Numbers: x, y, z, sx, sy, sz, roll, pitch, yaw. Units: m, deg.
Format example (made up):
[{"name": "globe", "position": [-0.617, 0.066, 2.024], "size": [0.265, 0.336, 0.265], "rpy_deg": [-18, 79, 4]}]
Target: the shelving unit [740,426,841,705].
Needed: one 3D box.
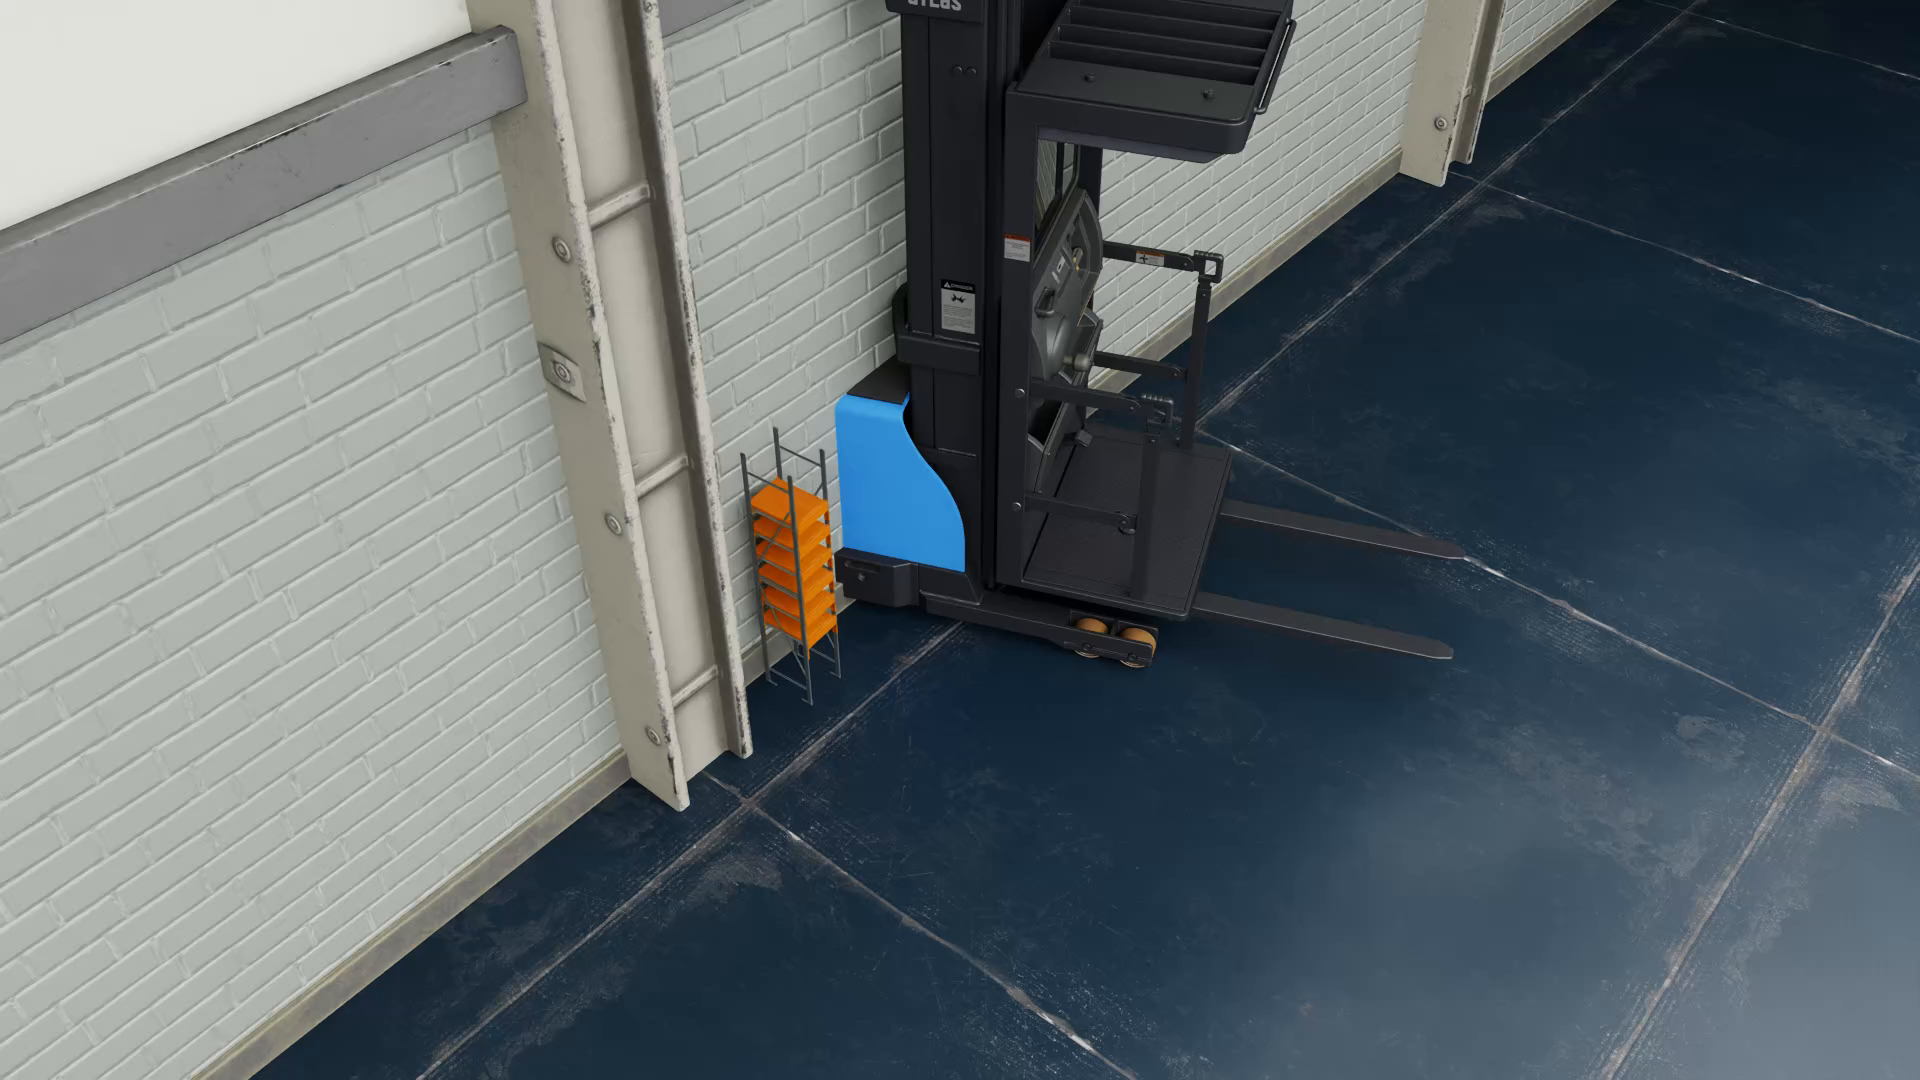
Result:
[{"name": "shelving unit", "position": [-0.641, 0.125, 6.403], "size": [0.258, 1.200, 0.189], "rpy_deg": [25, 48, 25]}]

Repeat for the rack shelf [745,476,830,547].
[{"name": "rack shelf", "position": [-0.641, -0.109, 6.191], "size": [0.258, 0.103, 0.180], "rpy_deg": [25, 48, 25]}]

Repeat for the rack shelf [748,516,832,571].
[{"name": "rack shelf", "position": [-0.641, -0.020, 6.272], "size": [0.258, 0.103, 0.180], "rpy_deg": [25, 48, 25]}]

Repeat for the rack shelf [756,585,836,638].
[{"name": "rack shelf", "position": [-0.641, 0.246, 6.514], "size": [0.258, 0.103, 0.180], "rpy_deg": [25, 48, 25]}]

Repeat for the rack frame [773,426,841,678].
[{"name": "rack frame", "position": [-0.588, 0.074, 6.458], "size": [0.240, 1.200, 0.006], "rpy_deg": [25, 48, 25]}]

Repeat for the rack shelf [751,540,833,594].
[{"name": "rack shelf", "position": [-0.641, 0.069, 6.352], "size": [0.258, 0.103, 0.180], "rpy_deg": [25, 48, 25]}]

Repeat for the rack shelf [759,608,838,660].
[{"name": "rack shelf", "position": [-0.641, 0.335, 6.595], "size": [0.258, 0.103, 0.180], "rpy_deg": [25, 48, 25]}]

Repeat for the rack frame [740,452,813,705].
[{"name": "rack frame", "position": [-0.694, 0.175, 6.348], "size": [0.240, 1.200, 0.006], "rpy_deg": [25, 48, 25]}]

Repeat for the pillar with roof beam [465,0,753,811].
[{"name": "pillar with roof beam", "position": [2.244, -0.603, 1.406], "size": [9.100, 9.000, 0.400], "rpy_deg": [29, 50, 28]}]

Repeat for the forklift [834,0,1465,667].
[{"name": "forklift", "position": [0.599, -0.961, 6.311], "size": [3.031, 2.935, 1.130], "rpy_deg": [12, 44, 12]}]

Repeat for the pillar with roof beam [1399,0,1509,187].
[{"name": "pillar with roof beam", "position": [6.105, -3.692, 4.804], "size": [9.100, 9.000, 0.400], "rpy_deg": [29, 50, 28]}]

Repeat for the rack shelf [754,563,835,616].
[{"name": "rack shelf", "position": [-0.641, 0.158, 6.433], "size": [0.258, 0.103, 0.180], "rpy_deg": [25, 48, 25]}]
